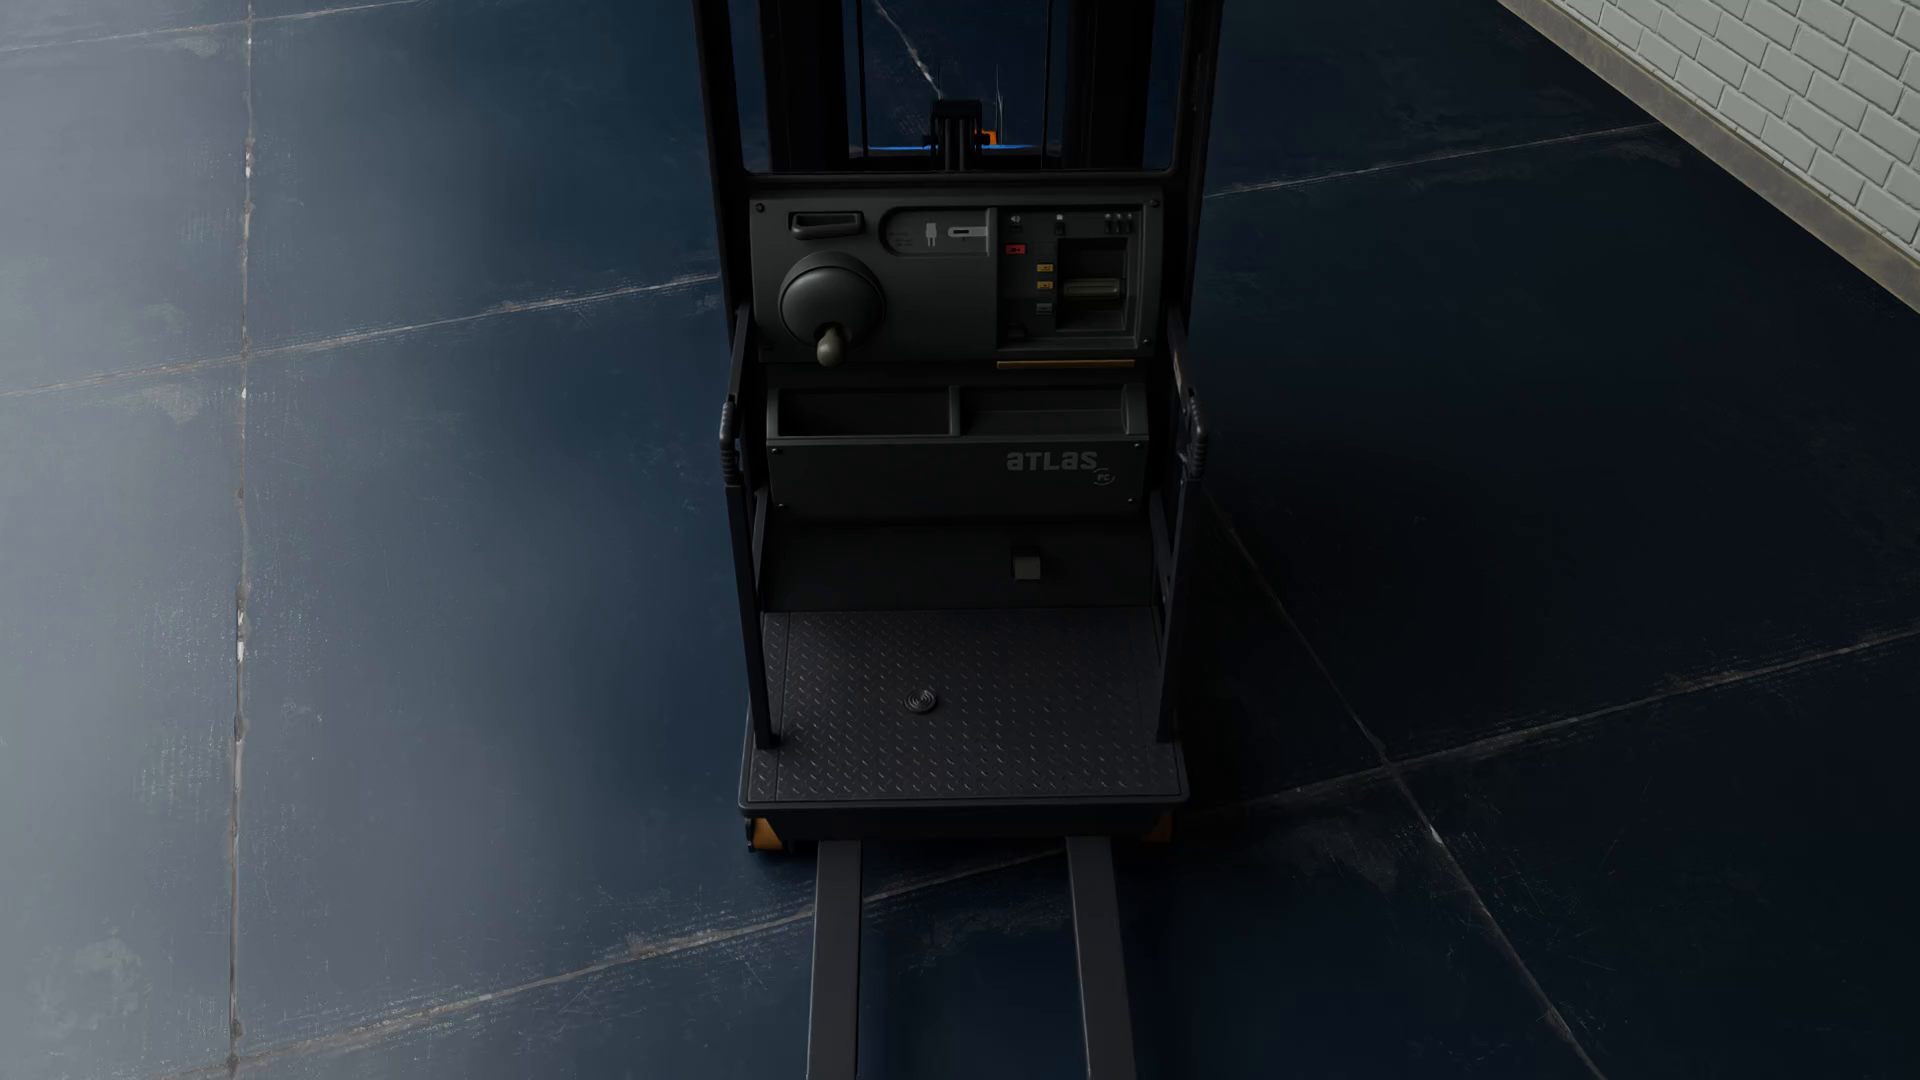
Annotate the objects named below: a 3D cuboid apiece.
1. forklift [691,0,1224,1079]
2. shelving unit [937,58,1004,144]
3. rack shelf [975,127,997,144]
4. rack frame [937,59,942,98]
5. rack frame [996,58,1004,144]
[{"bbox_3d":[0.001,-0.513,3.610,1.130,2.935,3.031,-1,41,-1],"label":"forklift"},{"bbox_3d":[0.030,-0.954,5.430,0.189,1.200,0.258,-2,41,-2],"label":"shelving unit"},{"bbox_3d":[0.030,-1.191,5.222,0.180,0.103,0.258,-2,41,-2],"label":"rack shelf"},{"bbox_3d":[-0.061,-0.951,5.426,0.006,1.200,0.240,-2,41,-2],"label":"rack frame"},{"bbox_3d":[0.122,-0.956,5.433,0.006,1.200,0.240,-2,41,-2],"label":"rack frame"}]
